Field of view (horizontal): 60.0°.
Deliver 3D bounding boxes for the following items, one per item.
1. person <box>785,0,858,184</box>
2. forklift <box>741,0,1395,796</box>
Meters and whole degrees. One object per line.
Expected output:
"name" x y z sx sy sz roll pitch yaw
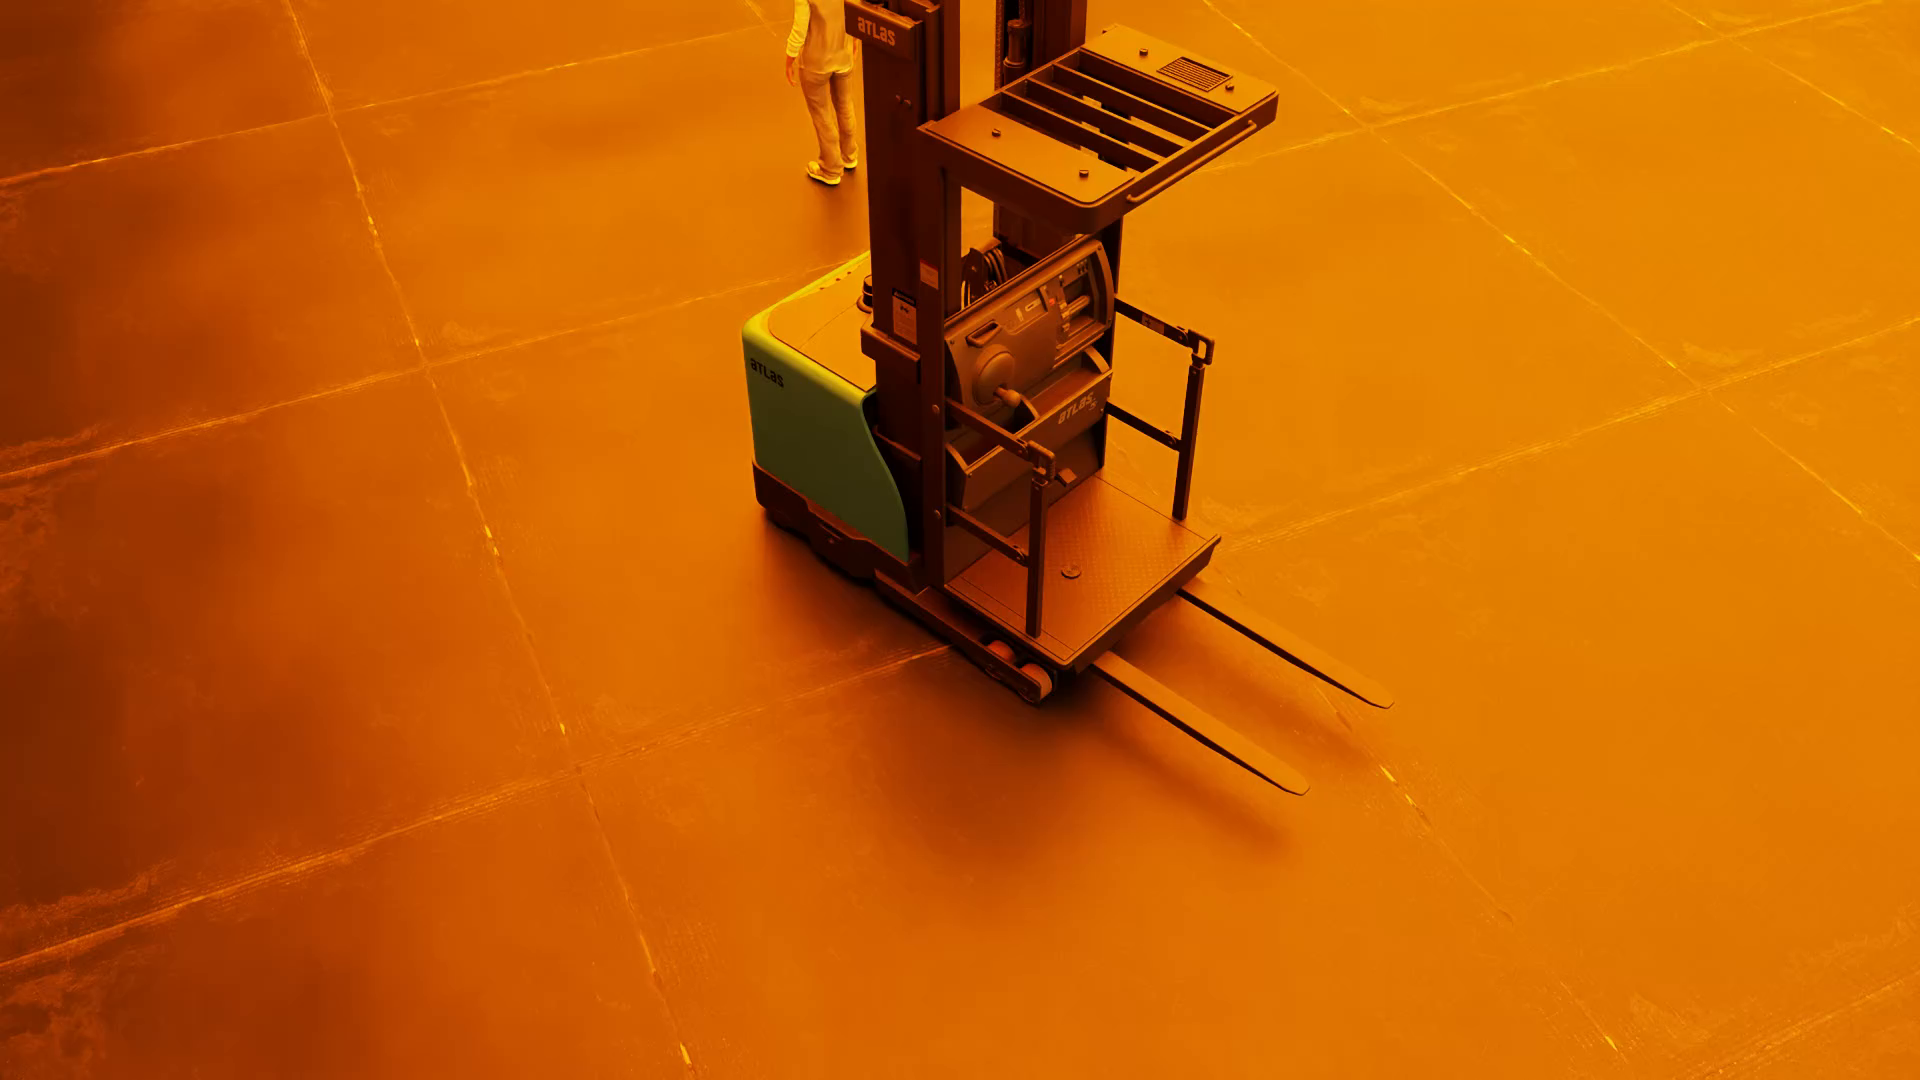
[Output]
"person" -0.812 -2.810 9.669 0.520 1.582 0.475 -26 49 -25
"forklift" 0.445 -0.788 6.525 3.031 2.935 1.130 32 52 30
